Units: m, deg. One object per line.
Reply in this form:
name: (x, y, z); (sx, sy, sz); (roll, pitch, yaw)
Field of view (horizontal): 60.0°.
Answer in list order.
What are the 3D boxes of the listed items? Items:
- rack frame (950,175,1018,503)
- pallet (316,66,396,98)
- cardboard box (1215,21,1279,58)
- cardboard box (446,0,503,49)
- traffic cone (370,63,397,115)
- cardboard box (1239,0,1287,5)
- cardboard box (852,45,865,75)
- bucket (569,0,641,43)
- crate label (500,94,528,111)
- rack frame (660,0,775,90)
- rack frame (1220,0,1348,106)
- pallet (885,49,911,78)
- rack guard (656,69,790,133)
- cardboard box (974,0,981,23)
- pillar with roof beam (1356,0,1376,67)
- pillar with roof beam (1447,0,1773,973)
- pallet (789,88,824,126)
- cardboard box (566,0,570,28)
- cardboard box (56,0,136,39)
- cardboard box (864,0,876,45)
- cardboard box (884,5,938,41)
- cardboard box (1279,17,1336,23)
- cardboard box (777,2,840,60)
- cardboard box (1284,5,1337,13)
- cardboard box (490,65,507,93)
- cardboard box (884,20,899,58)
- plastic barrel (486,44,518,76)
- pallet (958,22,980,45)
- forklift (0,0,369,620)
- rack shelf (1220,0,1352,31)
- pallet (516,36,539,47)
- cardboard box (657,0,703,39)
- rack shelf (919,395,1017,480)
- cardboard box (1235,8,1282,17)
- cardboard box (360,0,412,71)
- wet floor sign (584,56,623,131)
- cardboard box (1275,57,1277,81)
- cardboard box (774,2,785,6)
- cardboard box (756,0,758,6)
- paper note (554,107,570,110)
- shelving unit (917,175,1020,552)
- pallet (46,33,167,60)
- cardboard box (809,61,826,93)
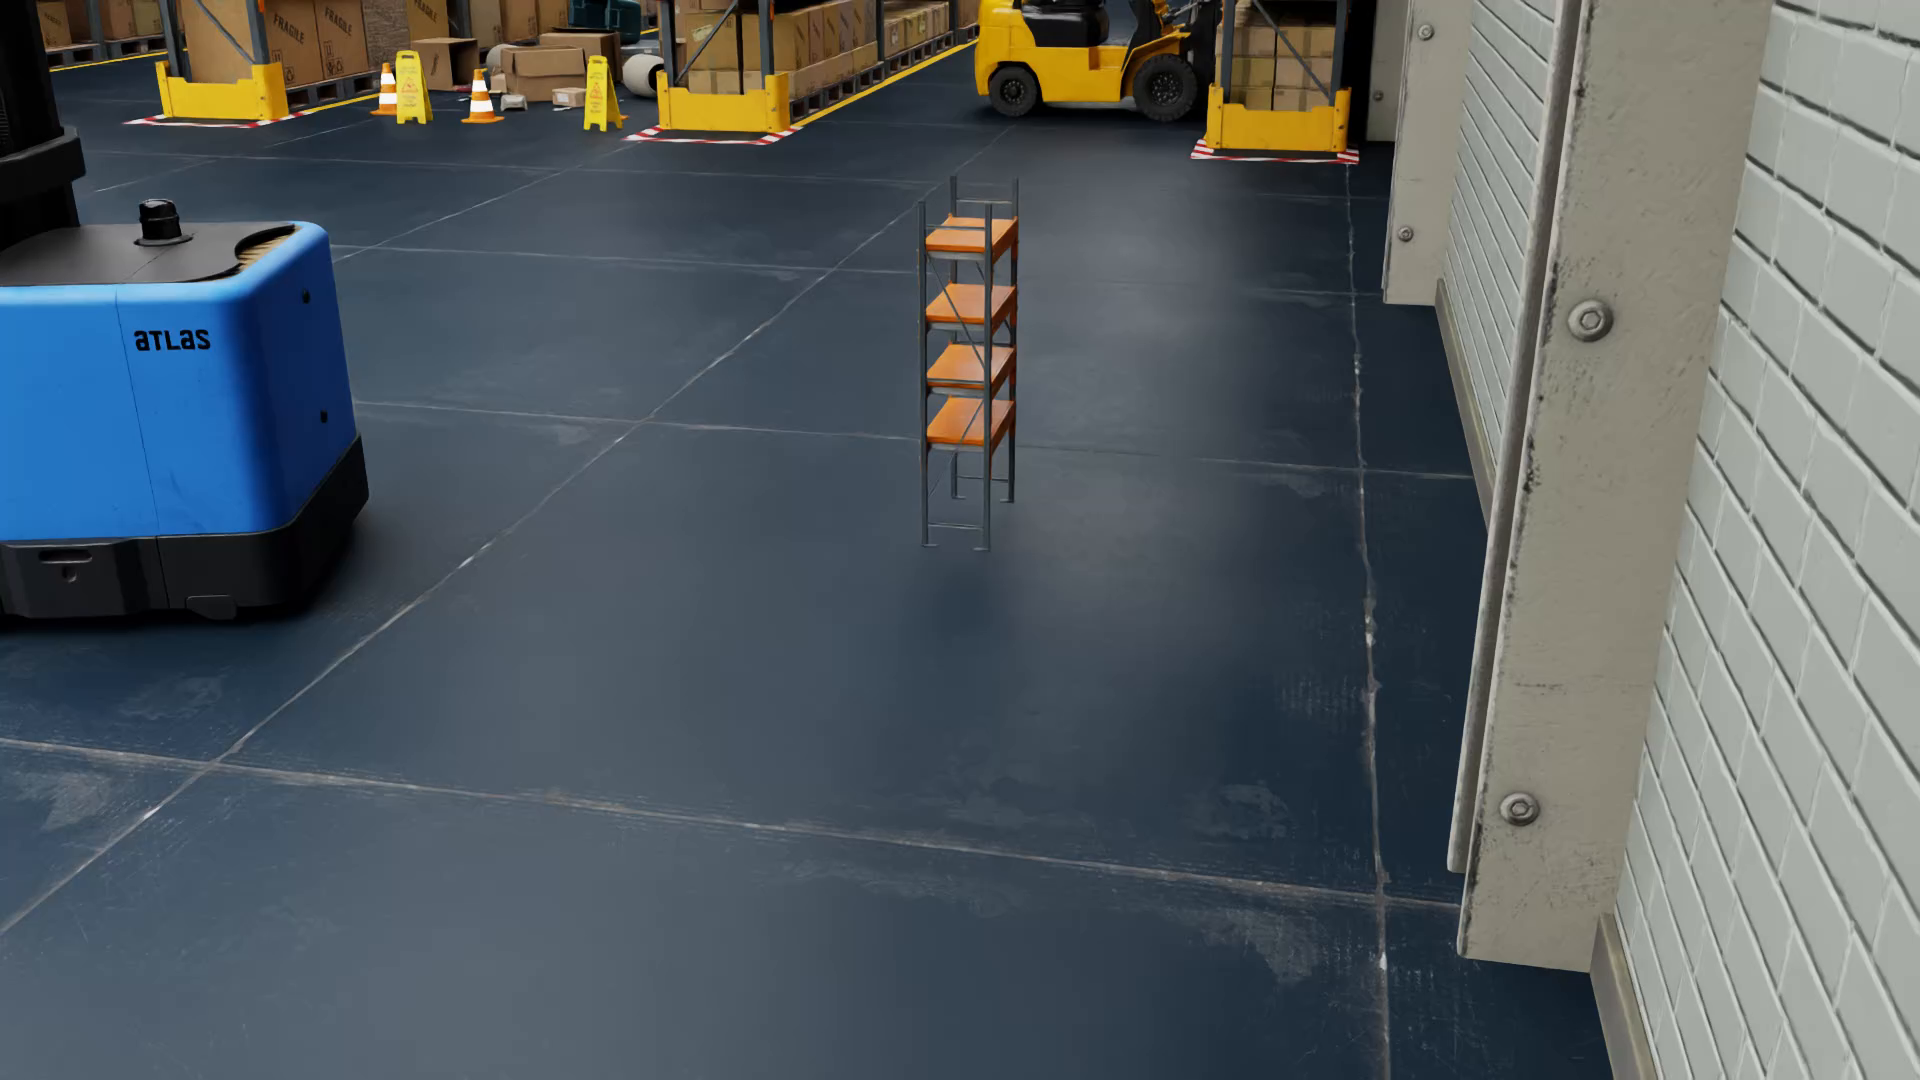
rack frame: (0.084, -0.706, 6.001); (0.240, 1.200, 0.015); (4, 22, 11)
pallet: (-6.692, -4.918, 17.782); (1.003, 0.211, 1.213); (4, 22, 11)
cardboard box: (2.486, -4.326, 14.360); (0.500, 0.250, 0.500); (5, 23, 13)
cardboard box: (-6.175, -6.316, 19.970); (1.050, 0.750, 0.750); (4, 22, 11)
traffic cone: (-5.531, -4.377, 16.103); (0.336, 0.463, 0.334); (4, 22, 11)
cardboard box: (3.107, -5.444, 17.135); (0.500, 0.250, 0.500); (4, 22, 10)
cardboard box: (-1.303, -5.078, 17.565); (0.500, 0.250, 0.500); (4, 22, 9)
bucket: (-3.984, -5.892, 18.815); (0.726, 0.611, 0.620); (13, 15, 29)
crate label: (-4.395, -4.308, 16.367); (0.250, 0.136, 0.298); (-7, 23, -17)
rack frame: (-2.163, -5.128, 14.570); (1.000, 3.000, 0.127); (4, 22, 11)
rack frame: (2.697, -4.751, 13.634); (1.000, 3.000, 0.127); (4, 22, 11)
pallet: (-1.190, -5.582, 19.431); (1.003, 0.211, 1.213); (4, 22, 11)
rack guard: (-2.148, -3.996, 15.106); (1.175, 0.500, 0.348); (4, 22, 11)
cardboard box: (-0.122, -7.835, 23.574); (0.875, 0.875, 0.875); (5, 22, 12)
pillar with roof beam: (0.731, -10.242, 19.238); (9.100, 9.000, 0.400); (4, 22, 11)
pillar with roof beam: (-2.942, -3.659, 2.893); (9.100, 9.000, 0.400); (4, 22, 11)
pallet: (-1.947, -4.156, 15.891); (1.003, 0.211, 1.213); (4, 22, 11)
cardboard box: (-5.610, -7.329, 22.486); (1.050, 0.750, 0.750); (4, 22, 10)
cardboard box: (-10.902, -6.613, 21.017); (0.700, 0.500, 0.500); (3, 22, 7)
cardboard box: (-1.205, -5.621, 17.910); (0.500, 0.500, 0.500); (4, 22, 10)
cardboard box: (-0.798, -6.553, 21.065); (0.950, 0.372, 0.625); (4, 22, 10)
cardboard box: (3.079, -4.478, 14.738); (0.500, 0.250, 0.500); (4, 22, 11)
cardboard box: (-1.511, -5.052, 16.497); (0.500, 0.500, 0.500); (5, 22, 12)
cardboard box: (3.397, -5.032, 16.112); (0.500, 0.250, 0.500); (5, 22, 11)
cardboard box: (-4.761, -4.894, 17.649); (0.396, 0.266, 0.258); (8, 23, 20)
cardboard box: (-1.242, -5.758, 19.092); (0.950, 0.372, 0.625); (5, 22, 12)
plastic barrel: (-4.943, -5.204, 18.209); (0.421, 0.421, 0.512); (-16, 27, -35)
pallet: (-0.296, -7.043, 23.058); (1.003, 0.211, 1.213); (4, 22, 11)
forklift: (-3.615, -1.235, 4.997); (3.031, 2.935, 1.130); (-2, 22, -5)
rack shelf: (3.105, -5.148, 15.585); (1.077, 0.370, 4.000); (4, 22, 11)
pallet: (-5.883, -6.373, 21.395); (1.003, 0.211, 1.213); (4, 22, 11)
cardboard box: (-3.096, -5.907, 18.838); (0.500, 0.500, 0.500); (4, 22, 11)
rack shelf: (0.034, -0.371, 5.879); (0.258, 0.148, 0.480); (4, 22, 11)
cardboard box: (2.788, -4.883, 15.743); (0.500, 0.250, 0.500); (4, 22, 10)
cardboard box: (-6.590, -5.586, 17.989); (0.875, 0.875, 0.875); (5, 22, 11)
wet floor sign: (-3.249, -4.048, 15.040); (0.267, 0.644, 0.232); (13, 25, 29)
cardboard box: (2.603, -4.286, 14.931); (0.500, 0.250, 0.500); (4, 22, 10)
cardboard box: (-2.042, -5.083, 16.574); (0.500, 0.500, 0.500); (4, 22, 10)
cardboard box: (-2.136, -5.336, 16.334); (0.380, 0.149, 0.250); (5, 23, 13)
paper note: (-3.919, -4.248, 16.360); (0.148, 0.019, 0.142); (-3, 22, -8)
shelving unit: (0.034, -0.617, 5.780); (0.258, 1.200, 0.503); (4, 22, 11)
pallet: (-10.891, -6.337, 21.307); (1.003, 0.211, 1.213); (4, 22, 11)
cardboard box: (-1.616, -4.507, 16.148); (0.500, 0.250, 0.500); (5, 23, 13)
